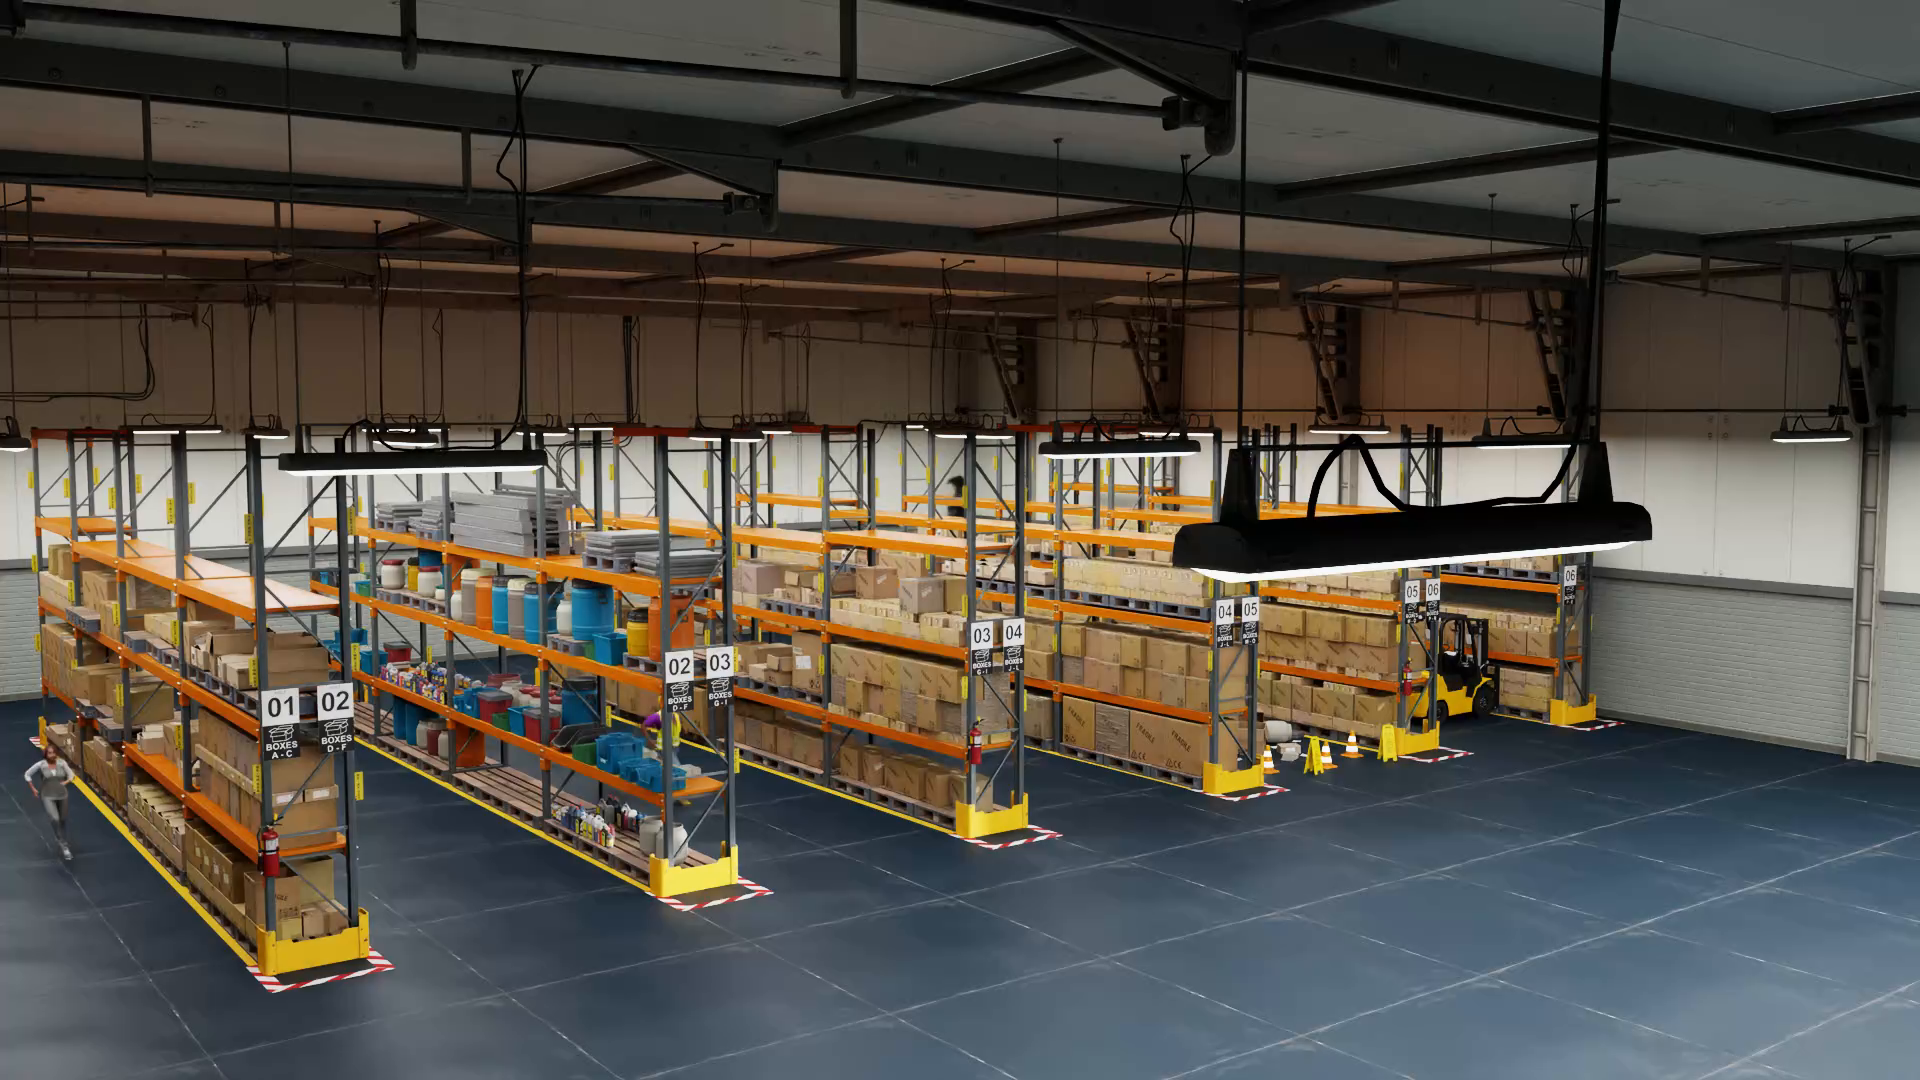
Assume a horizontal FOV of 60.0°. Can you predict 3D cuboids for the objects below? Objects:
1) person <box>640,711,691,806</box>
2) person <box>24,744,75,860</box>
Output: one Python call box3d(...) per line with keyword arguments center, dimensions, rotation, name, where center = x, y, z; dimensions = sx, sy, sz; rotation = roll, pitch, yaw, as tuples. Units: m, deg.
box3d(center=(-4.700, 3.362, 26.679), dimensions=(0.800, 1.810, 0.791), rotation=(2, 5, 28), name="person")
box3d(center=(-12.849, 3.683, 23.532), dimensions=(0.607, 1.614, 0.780), rotation=(-4, 6, -41), name="person")
